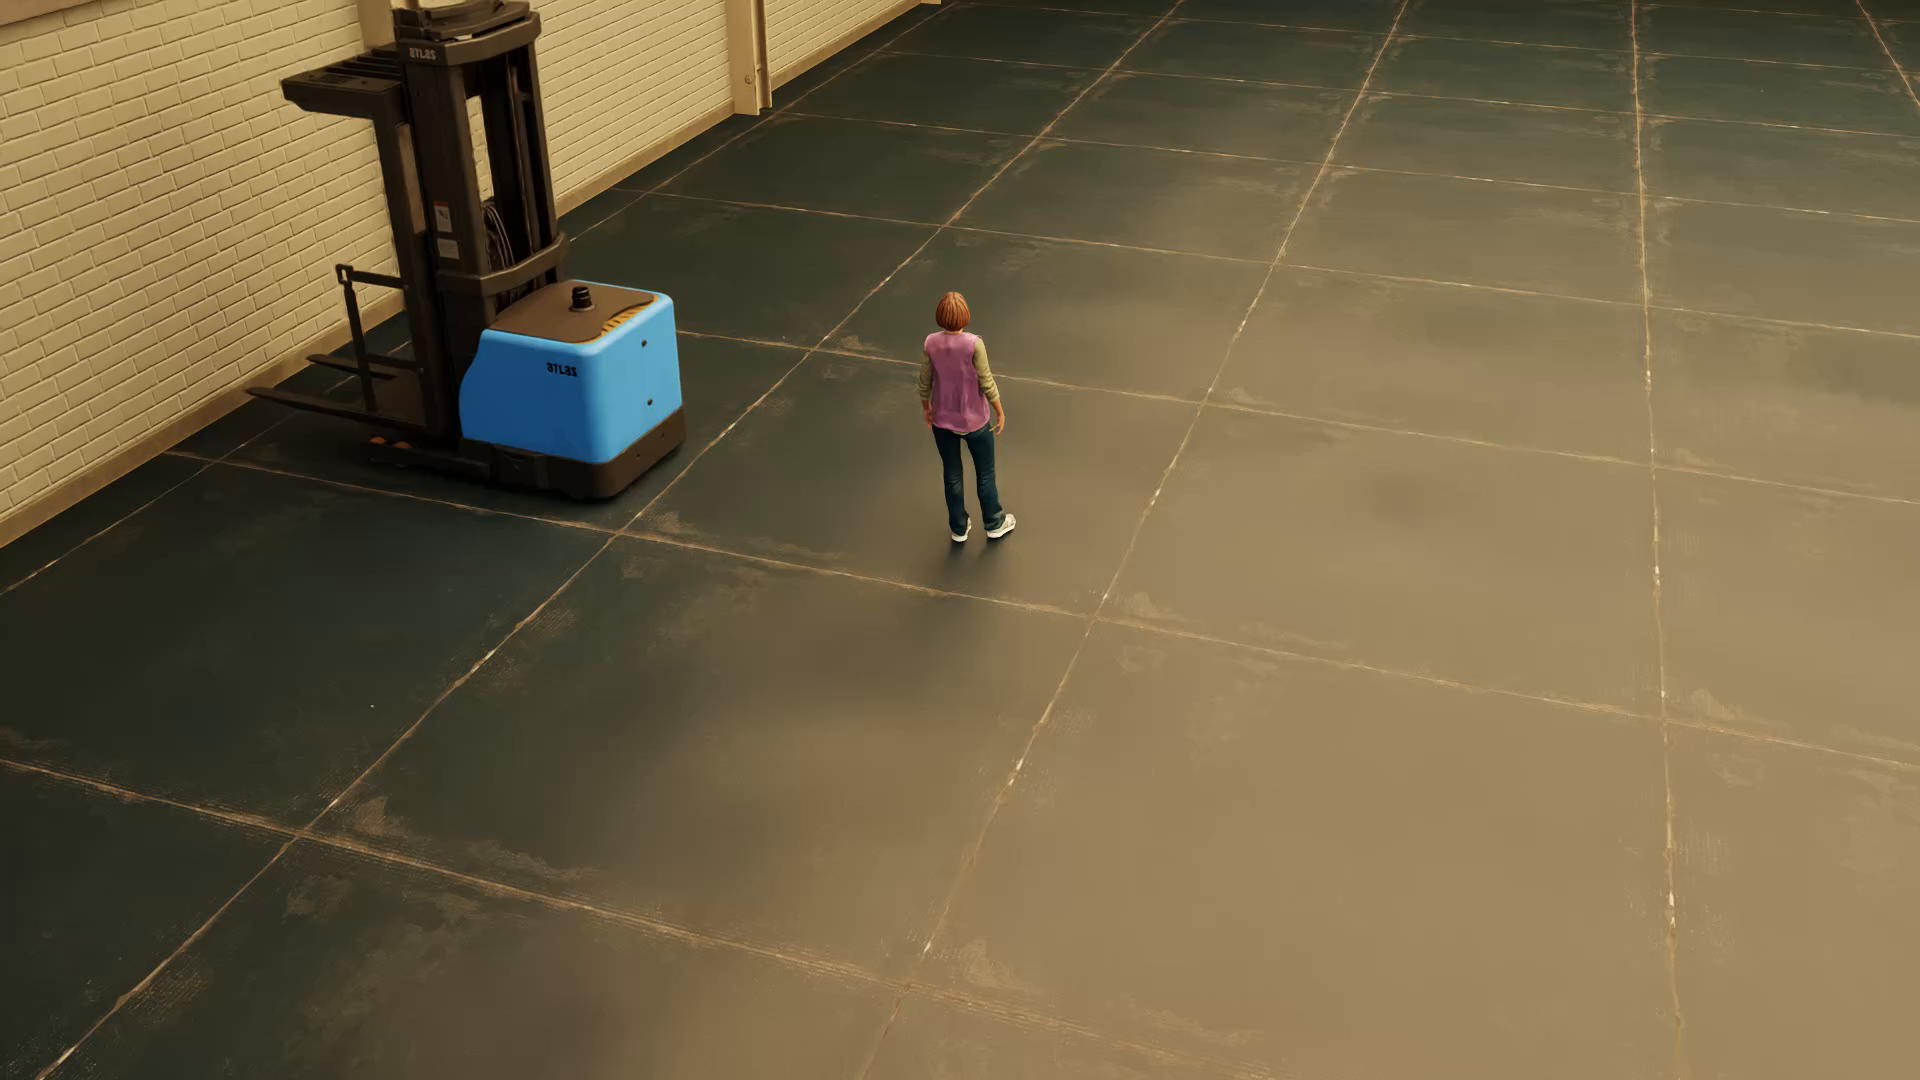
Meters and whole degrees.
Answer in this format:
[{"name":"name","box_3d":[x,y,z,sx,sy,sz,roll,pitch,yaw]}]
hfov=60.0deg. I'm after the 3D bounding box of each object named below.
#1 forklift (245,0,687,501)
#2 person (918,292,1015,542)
[{"name":"forklift","box_3d":[-3.401,-1.979,10.608,3.031,2.935,1.130,11,32,19]},{"name":"person","box_3d":[0.037,-0.726,9.758,0.521,1.584,0.473,10,31,16]}]
